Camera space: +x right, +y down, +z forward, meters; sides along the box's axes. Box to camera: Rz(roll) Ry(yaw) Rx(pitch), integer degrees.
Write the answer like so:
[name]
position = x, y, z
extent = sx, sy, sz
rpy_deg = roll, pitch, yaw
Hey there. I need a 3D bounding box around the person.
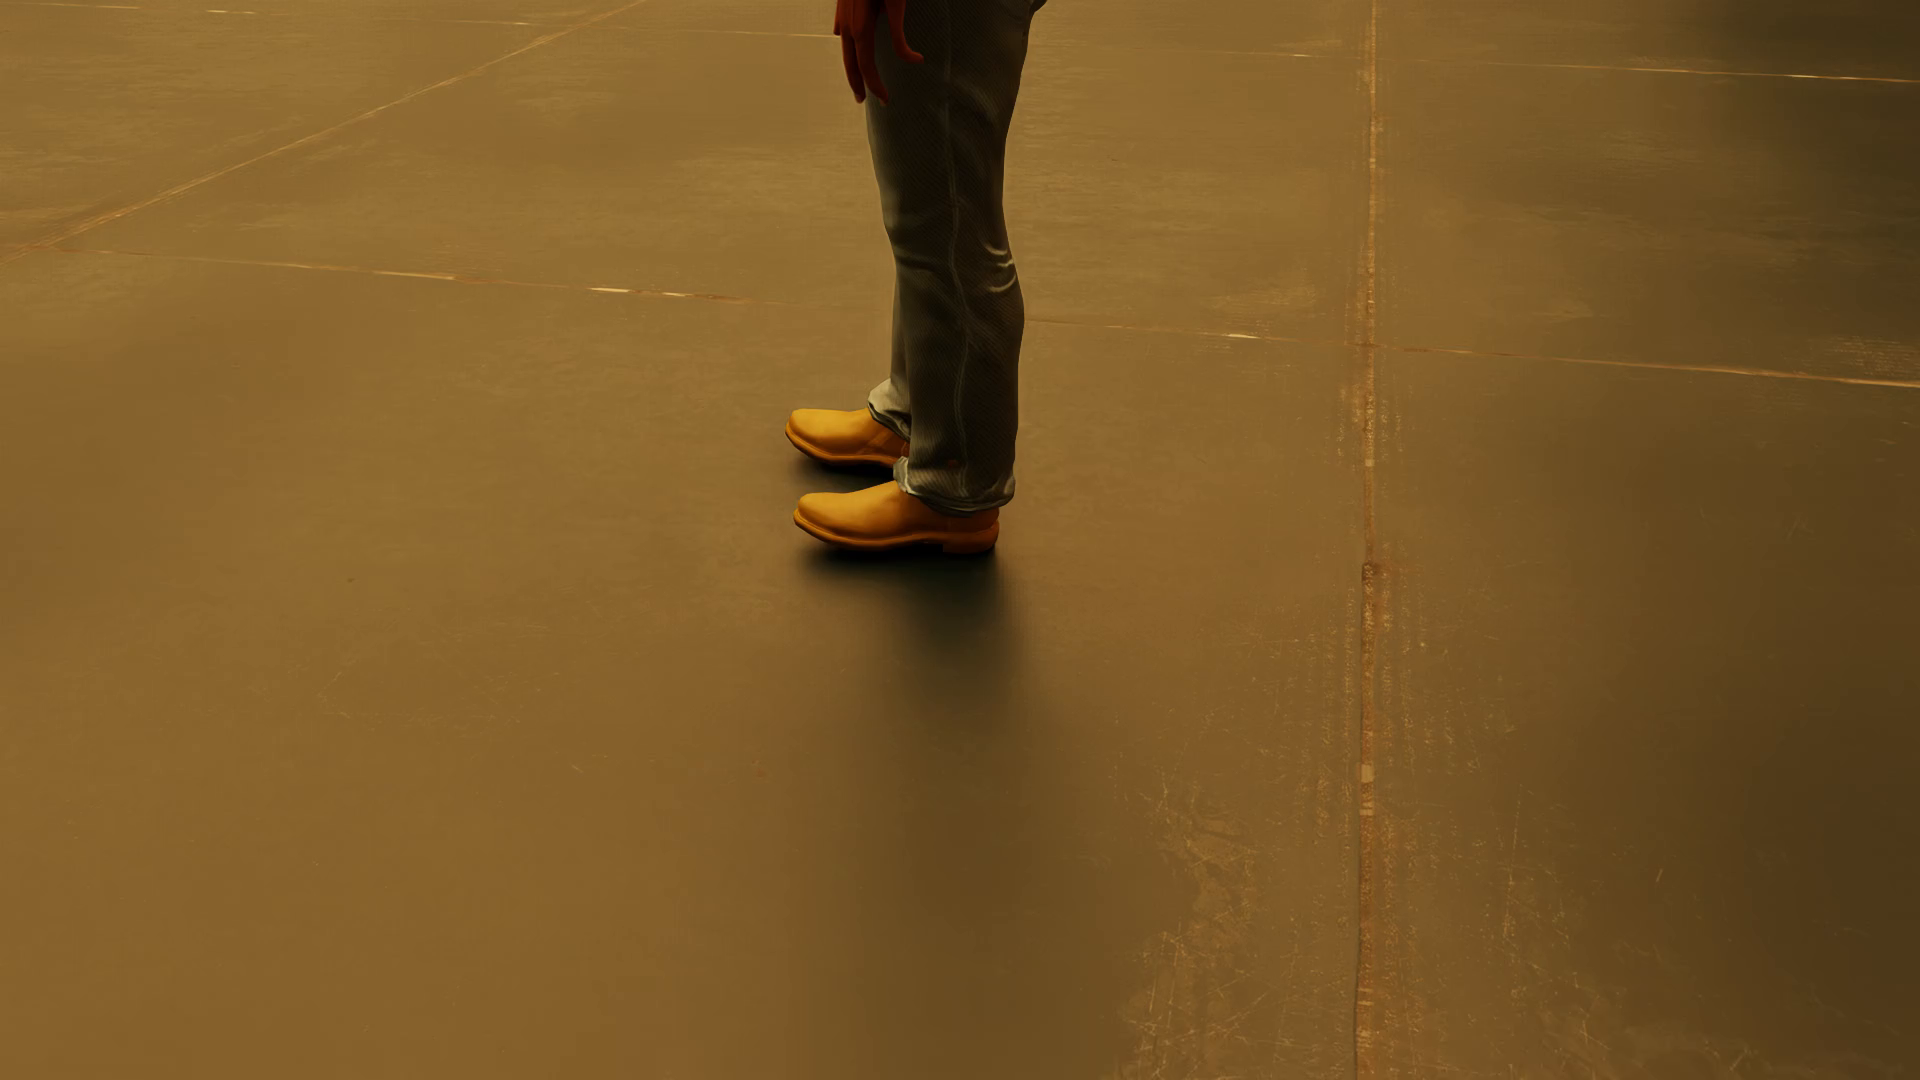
[person]
position = -0.066, -0.802, 2.119
extent = 0.577, 1.759, 0.665
rpy_deg = 6, 27, 11
